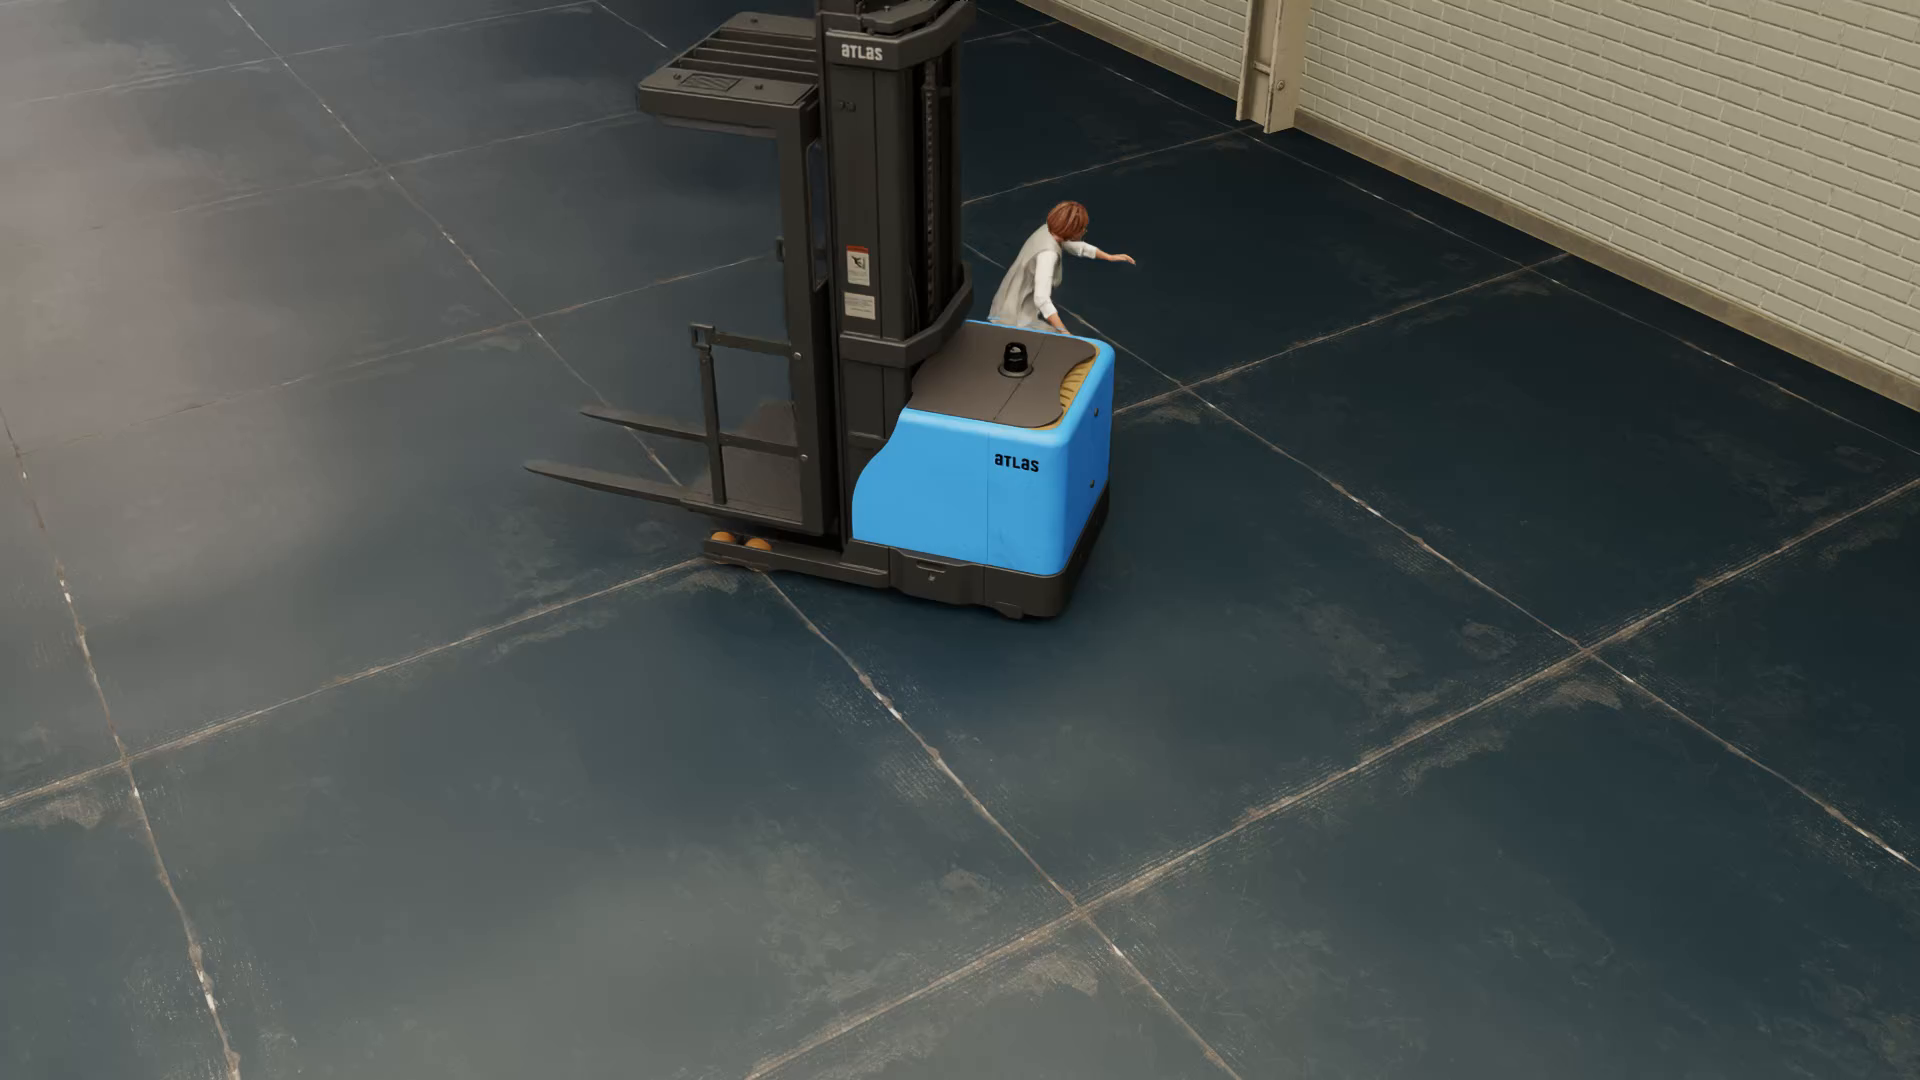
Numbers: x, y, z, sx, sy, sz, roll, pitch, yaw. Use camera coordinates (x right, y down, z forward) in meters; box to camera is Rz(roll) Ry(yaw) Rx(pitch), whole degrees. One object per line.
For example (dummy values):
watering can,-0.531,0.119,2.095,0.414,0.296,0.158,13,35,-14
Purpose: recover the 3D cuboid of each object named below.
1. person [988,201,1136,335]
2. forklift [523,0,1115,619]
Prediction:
person,0.588,-1.174,9.201,0.839,1.364,0.915,-4,35,-6
forklift,-0.793,-1.314,8.018,3.031,2.935,1.130,11,37,15
